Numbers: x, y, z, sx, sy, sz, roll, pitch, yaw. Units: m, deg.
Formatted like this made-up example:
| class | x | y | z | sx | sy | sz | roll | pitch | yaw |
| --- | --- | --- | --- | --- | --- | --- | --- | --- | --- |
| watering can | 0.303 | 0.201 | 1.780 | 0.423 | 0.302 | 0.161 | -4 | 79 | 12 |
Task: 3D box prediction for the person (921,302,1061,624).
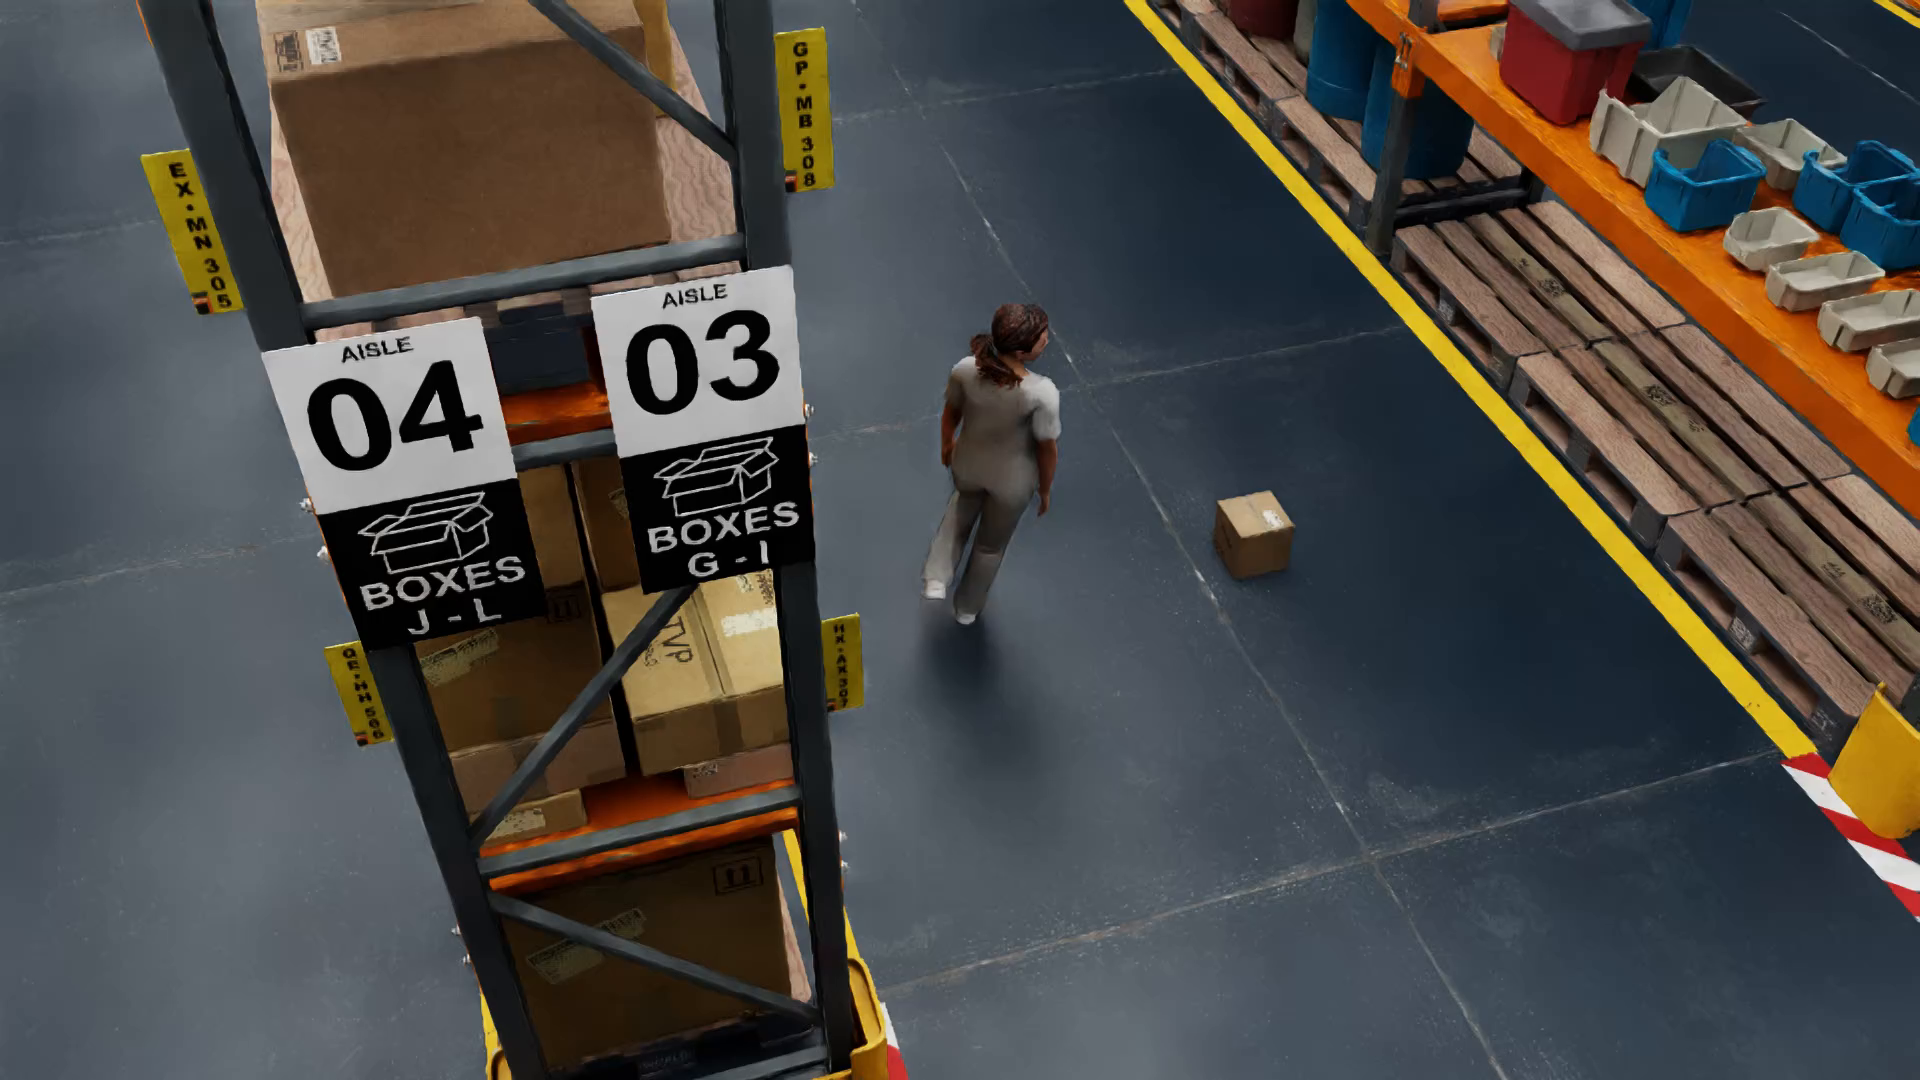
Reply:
| class | x | y | z | sx | sy | sz | roll | pitch | yaw |
| --- | --- | --- | --- | --- | --- | --- | --- | --- | --- |
| person | 0.135 | -0.282 | 6.475 | 0.565 | 1.659 | 0.485 | 14 | 44 | 14 |
